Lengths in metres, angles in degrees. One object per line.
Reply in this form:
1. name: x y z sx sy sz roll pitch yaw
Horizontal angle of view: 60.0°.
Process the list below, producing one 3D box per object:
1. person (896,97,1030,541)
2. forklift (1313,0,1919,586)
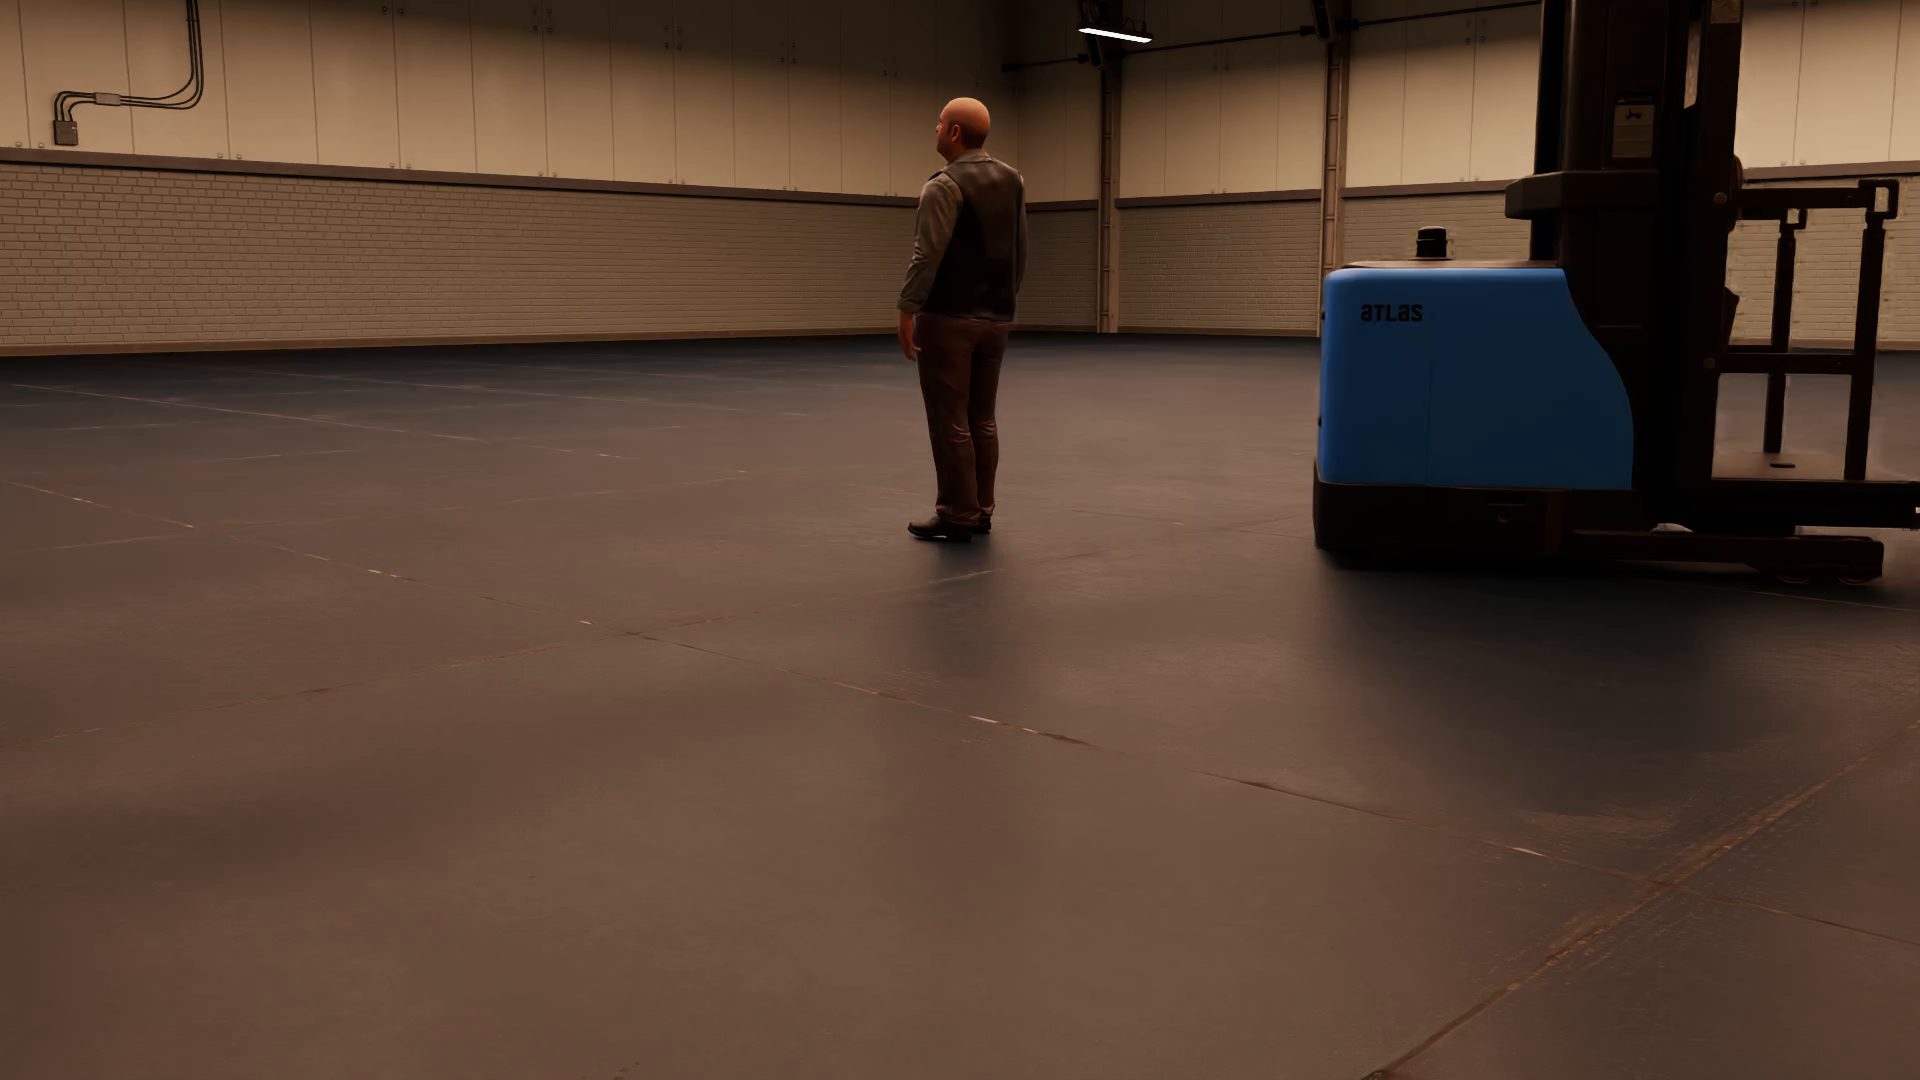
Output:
1. person: -0.040 -0.866 6.636 0.566 1.722 0.634 8 12 43
2. forklift: 2.877 -1.378 6.024 3.031 2.935 1.130 2 9 11
